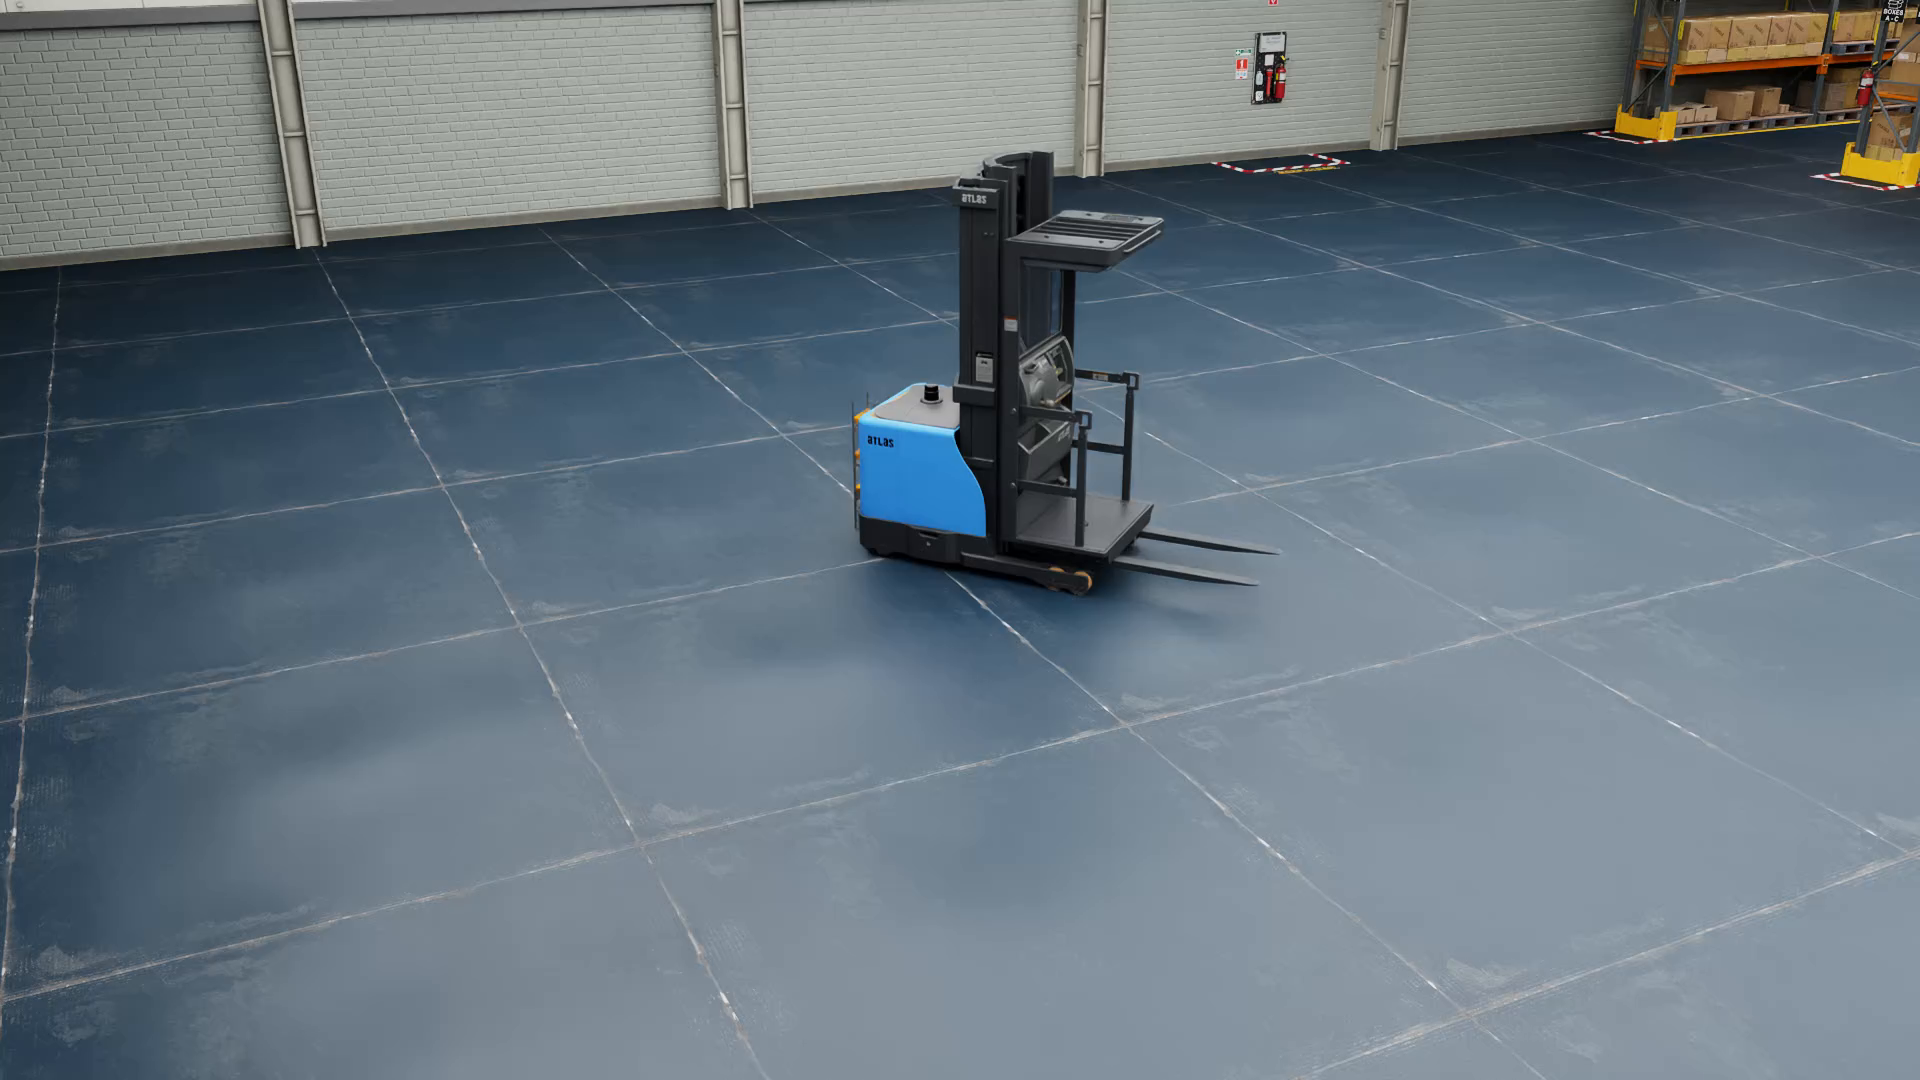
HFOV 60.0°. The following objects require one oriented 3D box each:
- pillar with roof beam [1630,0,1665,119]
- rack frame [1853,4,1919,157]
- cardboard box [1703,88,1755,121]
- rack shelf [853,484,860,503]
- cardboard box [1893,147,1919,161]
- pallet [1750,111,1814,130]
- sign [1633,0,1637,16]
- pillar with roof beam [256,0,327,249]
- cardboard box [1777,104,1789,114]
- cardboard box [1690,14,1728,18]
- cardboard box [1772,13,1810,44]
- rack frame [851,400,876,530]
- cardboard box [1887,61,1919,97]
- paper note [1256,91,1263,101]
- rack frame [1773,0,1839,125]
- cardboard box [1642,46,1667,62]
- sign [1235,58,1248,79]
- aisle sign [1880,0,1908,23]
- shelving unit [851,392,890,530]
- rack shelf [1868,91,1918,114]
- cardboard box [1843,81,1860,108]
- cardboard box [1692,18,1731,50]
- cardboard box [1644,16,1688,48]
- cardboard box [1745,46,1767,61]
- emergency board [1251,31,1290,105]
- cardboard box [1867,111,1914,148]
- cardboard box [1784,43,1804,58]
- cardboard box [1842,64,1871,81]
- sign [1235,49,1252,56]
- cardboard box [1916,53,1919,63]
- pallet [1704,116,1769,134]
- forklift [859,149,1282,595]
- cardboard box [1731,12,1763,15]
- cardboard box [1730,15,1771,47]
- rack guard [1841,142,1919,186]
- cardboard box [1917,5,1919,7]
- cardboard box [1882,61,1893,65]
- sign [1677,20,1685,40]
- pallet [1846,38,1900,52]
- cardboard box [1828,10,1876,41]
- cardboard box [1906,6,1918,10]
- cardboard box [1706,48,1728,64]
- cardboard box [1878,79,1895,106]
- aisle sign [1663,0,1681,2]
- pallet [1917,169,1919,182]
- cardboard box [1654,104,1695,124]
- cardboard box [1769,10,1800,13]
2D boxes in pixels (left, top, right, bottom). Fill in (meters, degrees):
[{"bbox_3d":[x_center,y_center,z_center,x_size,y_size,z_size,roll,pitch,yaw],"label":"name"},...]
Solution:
[{"bbox_3d":[14.777,-10.611,26.618,0.400,9.000,9.100,-10,25,-24],"label":"pillar with roof beam"},{"bbox_3d":[14.806,-7.202,26.227,0.127,3.000,1.000,-10,25,-24],"label":"rack frame"},{"bbox_3d":[14.514,-8.240,31.426,0.500,0.500,0.700,-12,25,-27],"label":"cardboard box"},{"bbox_3d":[-0.676,-0.327,12.922,0.215,0.259,0.240,10,24,23],"label":"rack shelf"},{"bbox_3d":[15.386,-6.138,26.702,0.500,0.250,0.500,-10,25,-24],"label":"cardboard box"},{"bbox_3d":[15.669,-8.160,32.187,1.213,0.211,1.003,-10,25,-24],"label":"pallet"},{"bbox_3d":[12.432,-9.784,30.537,0.005,0.325,0.100,-10,25,-24],"label":"sign"},{"bbox_3d":[-6.848,-6.630,17.001,0.400,9.000,9.100,-10,25,-24],"label":"pillar with roof beam"},{"bbox_3d":[15.790,-8.367,32.171,0.250,0.166,0.380,-14,26,-30],"label":"cardboard box"},{"bbox_3d":[13.909,-9.514,31.001,0.500,0.500,0.500,-11,25,-25],"label":"cardboard box"},{"bbox_3d":[15.520,-9.589,31.182,0.500,0.500,0.500,-11,25,-24],"label":"cardboard box"},{"bbox_3d":[-0.727,-0.551,12.710,0.200,1.050,0.008,10,24,23],"label":"rack frame"},{"bbox_3d":[15.233,-7.321,26.384,0.500,0.500,0.700,-10,25,-24],"label":"cardboard box"},{"bbox_3d":[5.071,-7.518,28.142,0.142,0.148,0.016,-10,25,-24],"label":"paper note"},{"bbox_3d":[16.259,-9.572,31.952,0.127,3.000,1.000,-10,25,-24],"label":"rack frame"},{"bbox_3d":[12.992,-8.993,30.723,0.500,0.250,0.500,-10,25,-23],"label":"cardboard box"},{"bbox_3d":[4.718,-7.891,27.844,0.234,0.329,0.001,-10,25,-24],"label":"sign"},{"bbox_3d":[14.620,-8.493,25.948,0.004,0.787,0.394,-10,25,-24],"label":"aisle sign"},{"bbox_3d":[-0.676,-0.594,12.812,0.215,1.050,0.252,10,24,23],"label":"shelving unit"},{"bbox_3d":[16.609,-7.201,27.166,4.000,0.370,1.077,-10,25,-24],"label":"rack shelf"},{"bbox_3d":[17.359,-8.851,32.904,0.500,0.500,0.700,-11,25,-25],"label":"cardboard box"},{"bbox_3d":[13.665,-9.249,30.362,0.500,0.500,0.500,-10,25,-23],"label":"cardboard box"},{"bbox_3d":[12.987,-9.346,30.597,0.500,0.500,0.500,-11,25,-24],"label":"cardboard box"},{"bbox_3d":[14.612,-9.077,30.925,0.500,0.250,0.500,-10,25,-23],"label":"cardboard box"},{"bbox_3d":[5.261,-7.931,27.987,0.643,1.169,0.194,-10,25,-24],"label":"emergency board"},{"bbox_3d":[15.161,-6.663,26.991,0.500,0.500,0.500,-10,25,-24],"label":"cardboard box"},{"bbox_3d":[15.511,-9.249,31.342,0.500,0.250,0.500,-10,25,-23],"label":"cardboard box"},{"bbox_3d":[17.777,-9.256,32.902,0.500,0.250,0.500,-11,25,-25],"label":"cardboard box"},{"bbox_3d":[4.726,-8.134,27.738,0.331,0.109,0.001,-10,25,-24],"label":"sign"},{"bbox_3d":[15.253,-7.539,26.061,0.250,0.149,0.380,-11,25,-24],"label":"cardboard box"},{"bbox_3d":[14.568,-7.956,31.694,1.213,0.211,1.003,-10,25,-24],"label":"pallet"},{"bbox_3d":[0.804,-1.194,11.803,3.031,2.935,1.130,10,24,23],"label":"forklift"},{"bbox_3d":[14.826,-9.687,31.420,0.500,0.500,0.500,-10,24,-22],"label":"cardboard box"},{"bbox_3d":[14.593,-9.422,30.780,0.500,0.500,0.500,-10,24,-22],"label":"cardboard box"},{"bbox_3d":[14.785,-6.043,26.695,0.348,0.500,1.175,-10,25,-24],"label":"rack guard"},{"bbox_3d":[19.282,-10.659,33.023,0.250,0.149,0.380,-15,27,-32],"label":"cardboard box"},{"bbox_3d":[18.696,-9.420,33.297,0.500,0.250,0.500,-10,24,-23],"label":"cardboard box"},{"bbox_3d":[12.890,-9.121,29.732,0.005,0.325,0.100,-10,25,-24],"label":"sign"},{"bbox_3d":[18.097,-9.804,32.764,1.213,0.211,1.003,-10,25,-24],"label":"pallet"},{"bbox_3d":[17.239,-9.984,32.242,0.500,0.500,0.700,-8,24,-18],"label":"cardboard box"},{"bbox_3d":[18.952,-10.302,33.009,0.500,0.500,0.700,-13,26,-29],"label":"cardboard box"},{"bbox_3d":[13.694,-8.911,30.525,0.500,0.250,0.500,-11,25,-25],"label":"cardboard box"},{"bbox_3d":[18.287,-9.009,33.285,0.500,0.500,0.700,-11,25,-24],"label":"cardboard box"},{"bbox_3d":[12.720,-9.994,29.573,0.004,0.787,0.394,-10,25,-24],"label":"aisle sign"},{"bbox_3d":[15.477,-6.055,27.101,1.213,0.211,1.003,-10,25,-24],"label":"pallet"},{"bbox_3d":[13.317,-7.953,30.982,0.500,0.311,0.500,-14,26,-30],"label":"cardboard box"},{"bbox_3d":[15.745,-9.852,31.819,0.500,0.500,0.500,-11,25,-25],"label":"cardboard box"}]
